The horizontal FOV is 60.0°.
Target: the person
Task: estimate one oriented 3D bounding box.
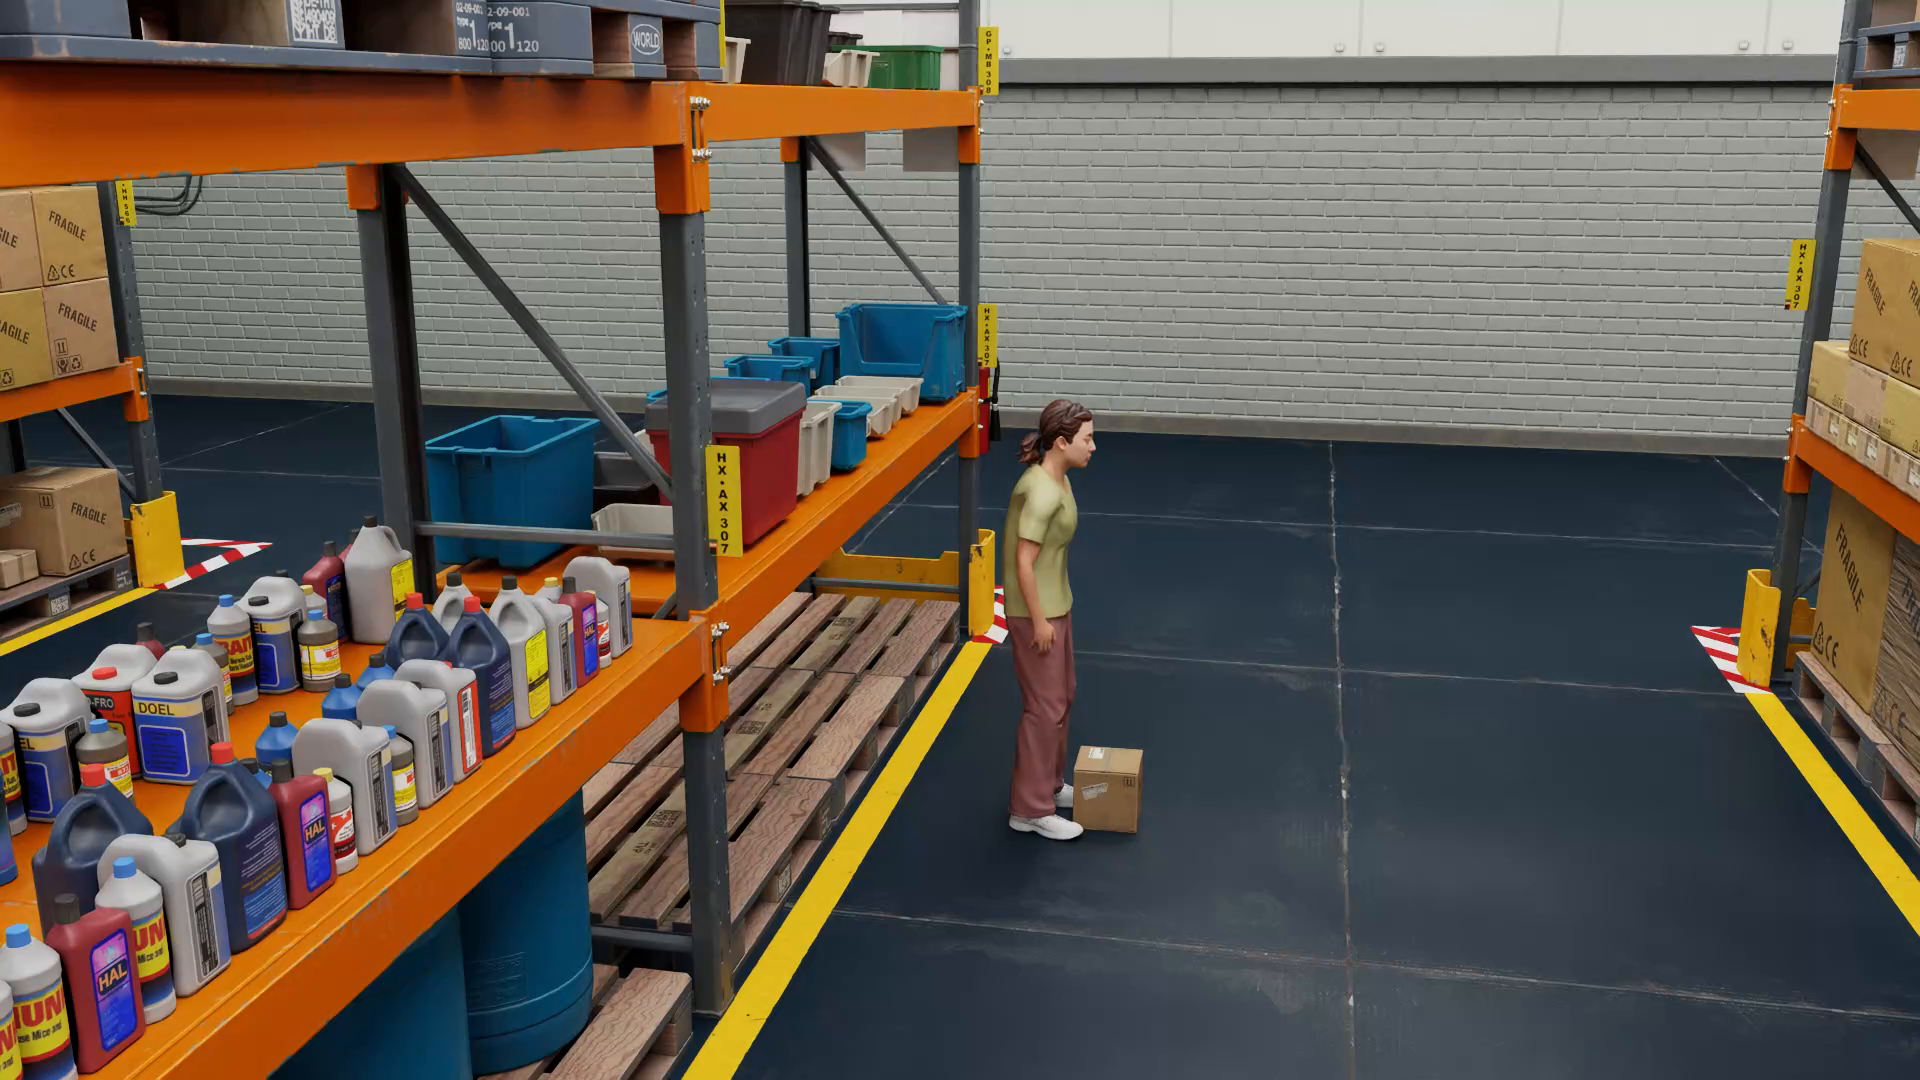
[{"bbox_3d":[0.342,0.285,6.431,0.354,1.673,0.499,3,15,11],"label":"person"}]
